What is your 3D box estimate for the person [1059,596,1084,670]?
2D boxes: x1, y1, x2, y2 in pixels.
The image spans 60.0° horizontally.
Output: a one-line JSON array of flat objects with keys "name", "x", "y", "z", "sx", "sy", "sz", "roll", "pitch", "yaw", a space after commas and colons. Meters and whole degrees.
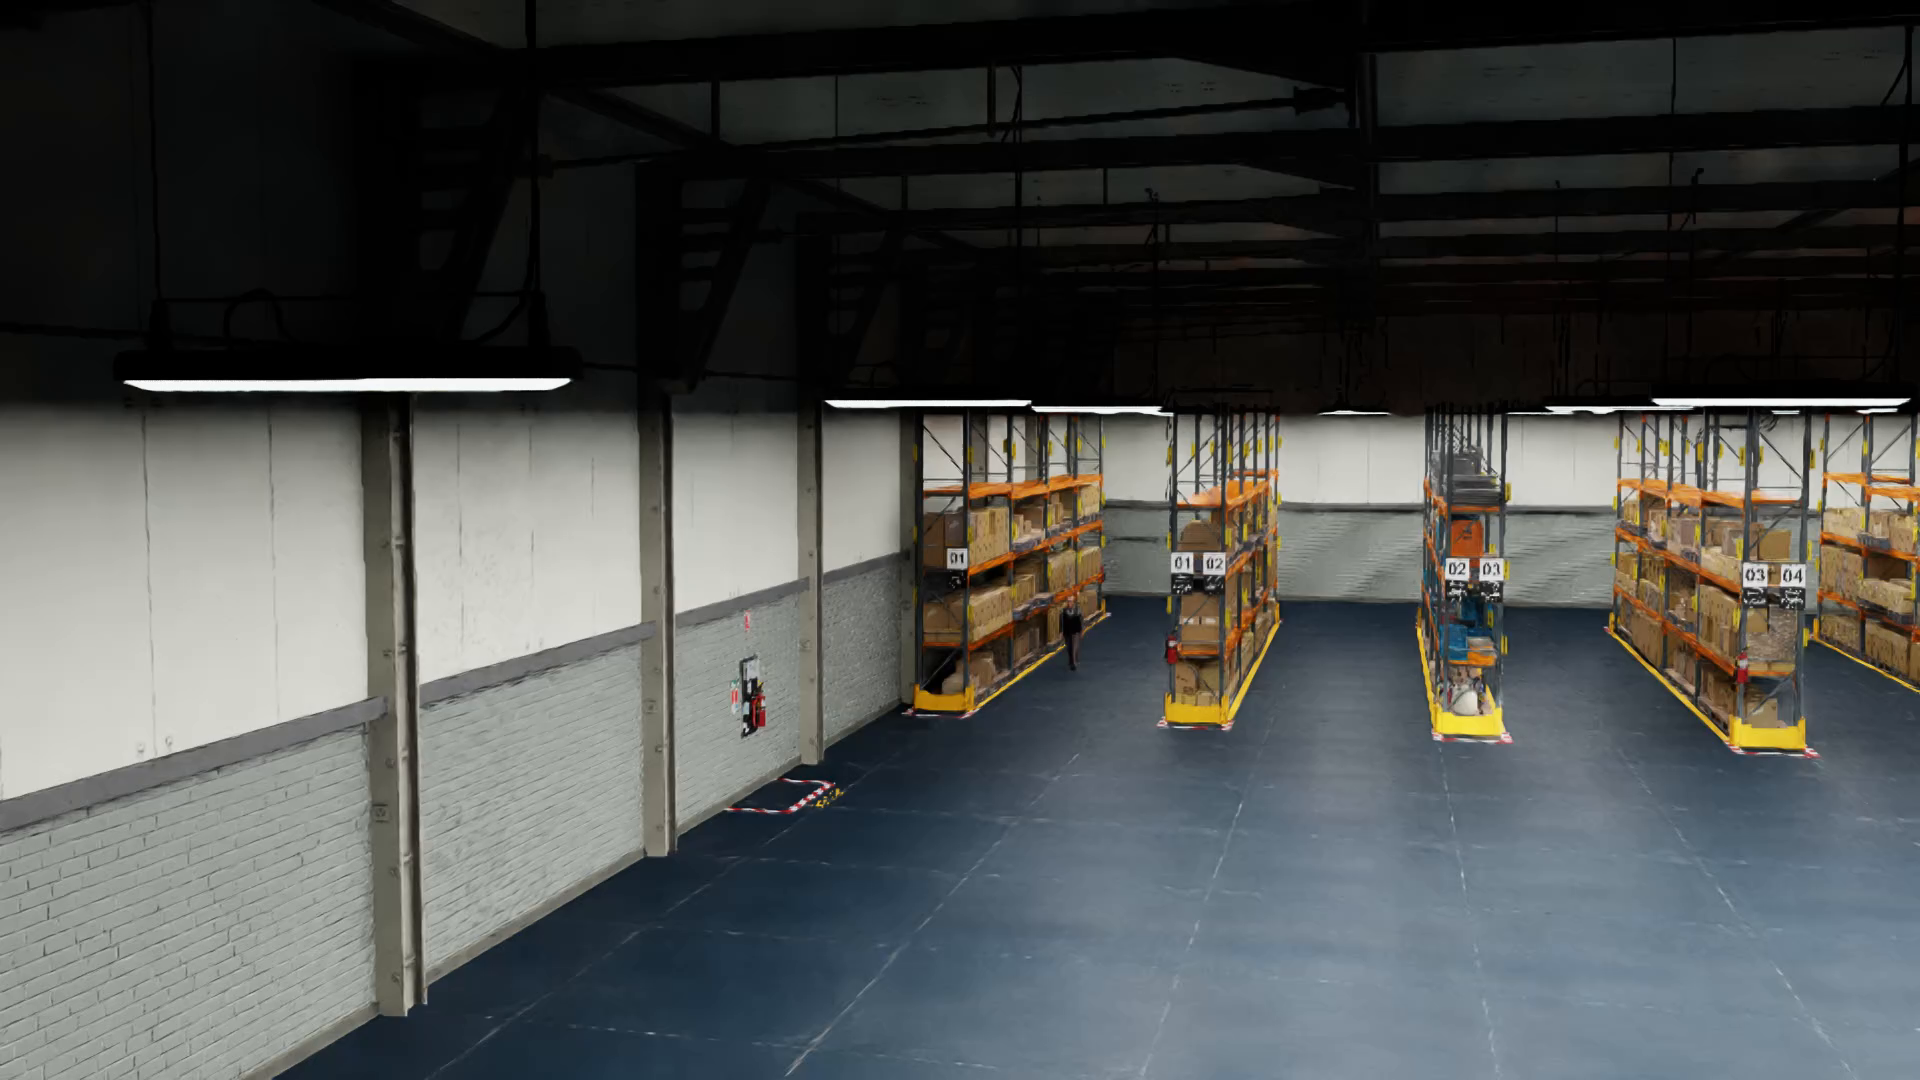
[{"name": "person", "x": 2.520, "y": 2.095, "z": 37.837, "sx": 0.543, "sy": 1.648, "sz": 1.115, "roll": 1, "pitch": 4, "yaw": 16}]
